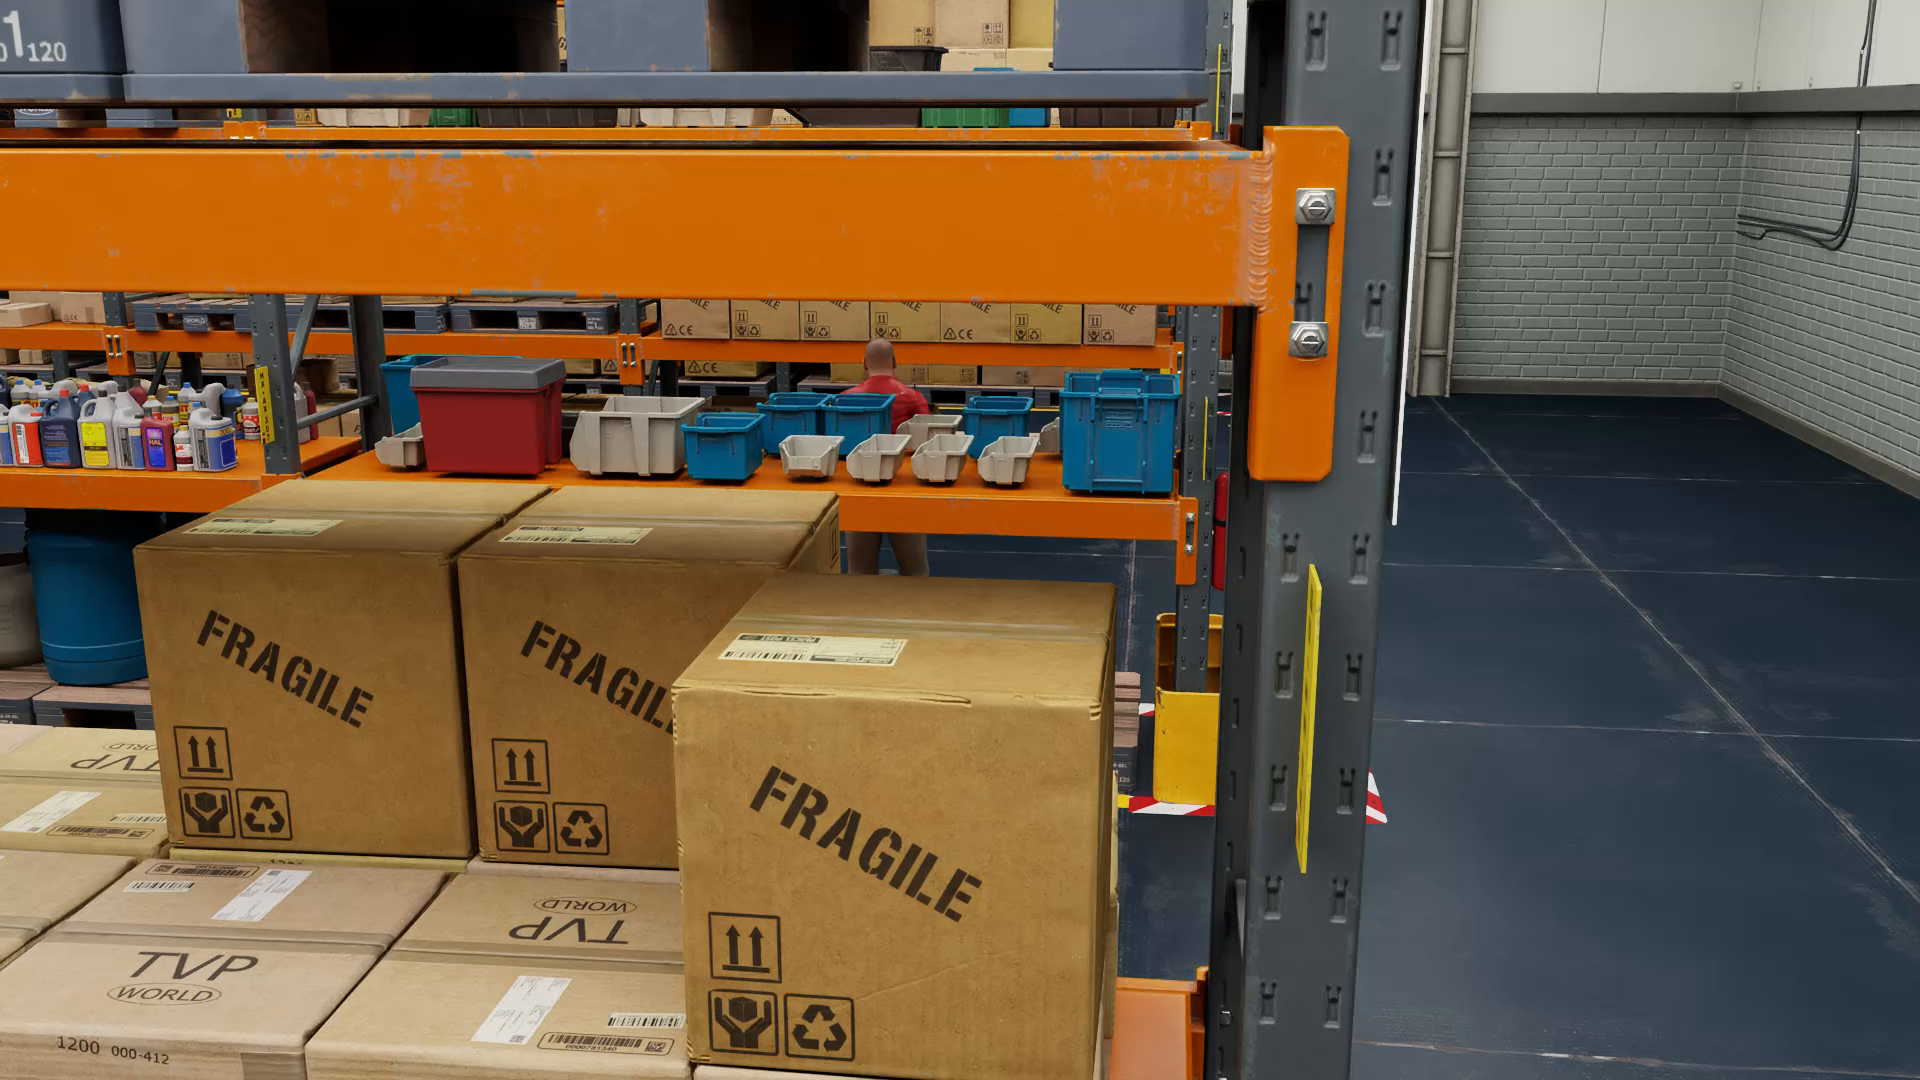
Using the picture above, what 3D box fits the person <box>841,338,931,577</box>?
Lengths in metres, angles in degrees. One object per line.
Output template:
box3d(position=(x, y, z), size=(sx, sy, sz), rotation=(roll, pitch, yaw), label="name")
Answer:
box3d(position=(-0.401, -0.200, 8.825), size=(0.593, 1.726, 0.386), rotation=(1, 14, 5), label="person")
